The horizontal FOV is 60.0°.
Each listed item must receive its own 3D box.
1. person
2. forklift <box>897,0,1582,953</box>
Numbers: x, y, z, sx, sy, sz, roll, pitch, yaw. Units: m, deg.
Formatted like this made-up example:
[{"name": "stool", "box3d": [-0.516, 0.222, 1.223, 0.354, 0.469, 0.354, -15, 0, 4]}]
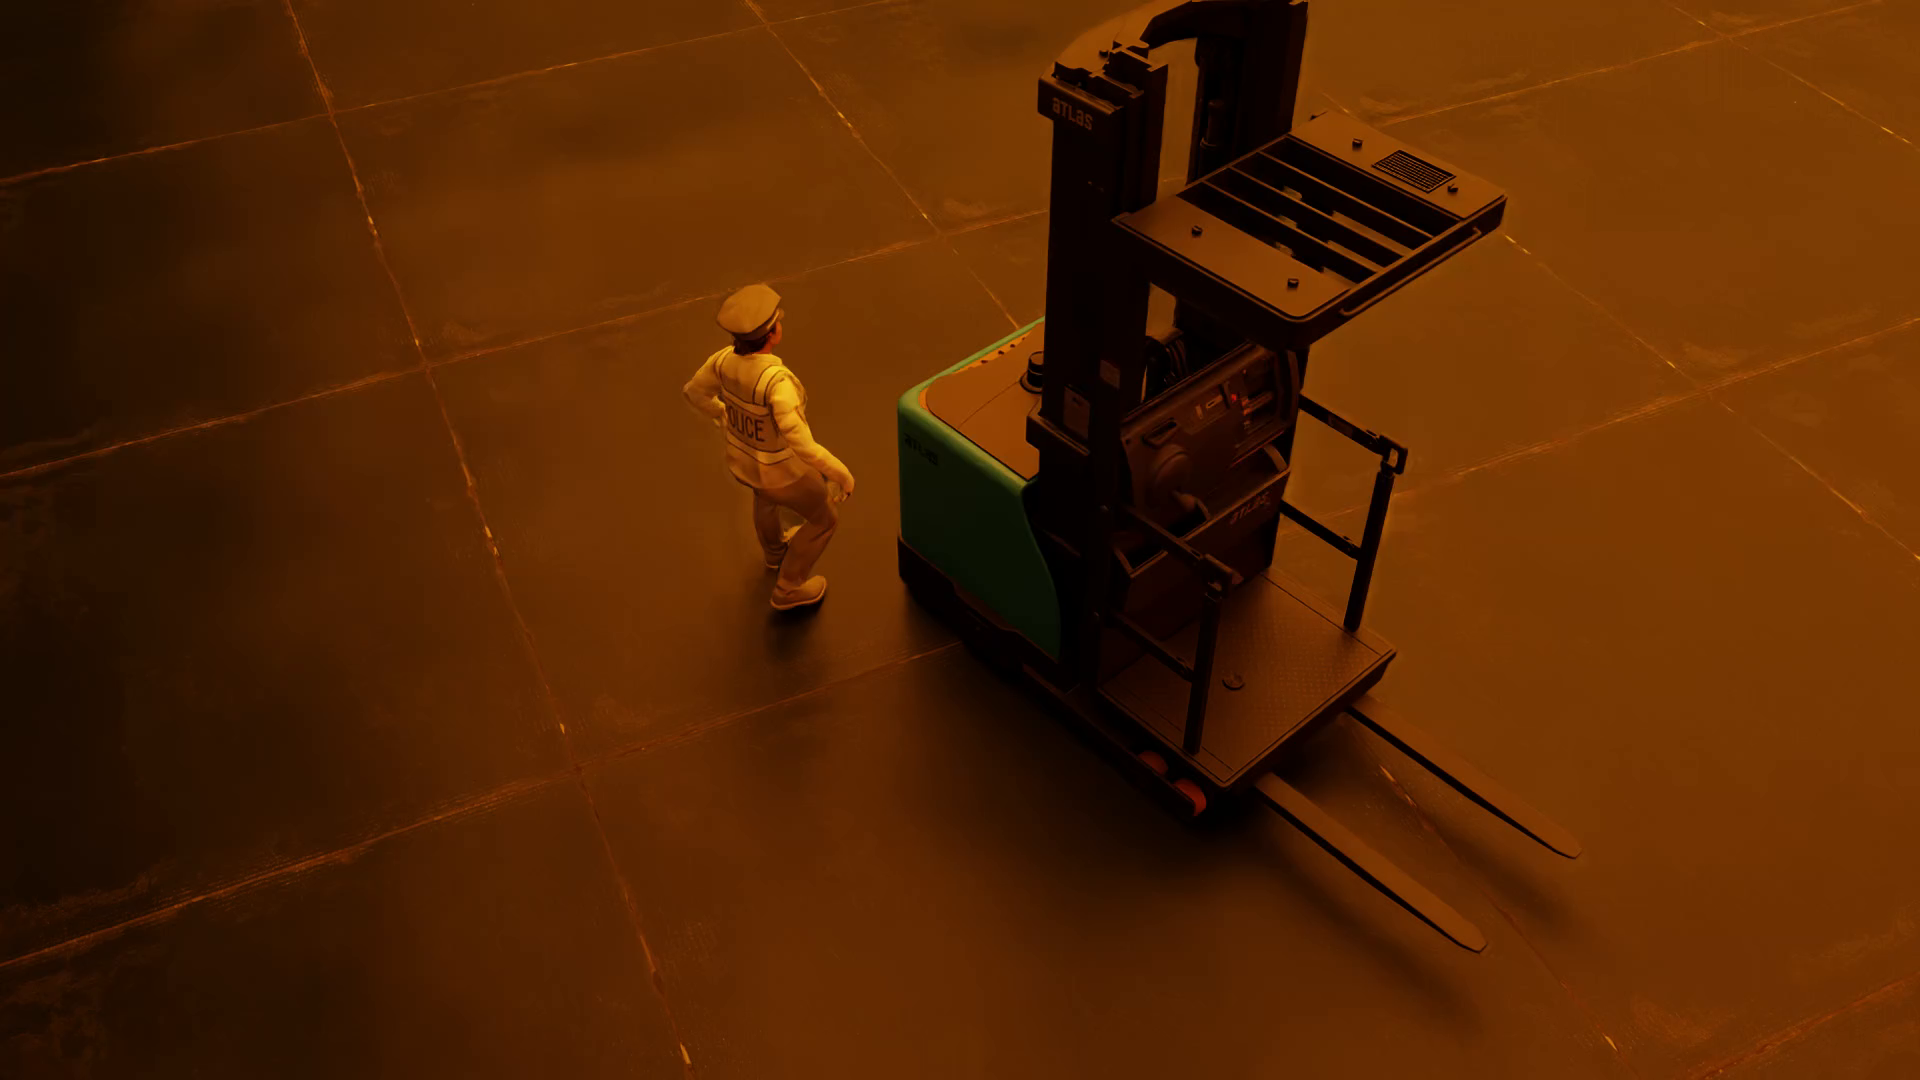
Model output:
[{"name": "person", "box3d": [-0.738, -0.385, 7.062, 0.822, 1.631, 0.529, 32, 52, 30]}, {"name": "forklift", "box3d": [1.082, -0.356, 6.062, 1.130, 2.935, 3.031, -32, 52, -29]}]
